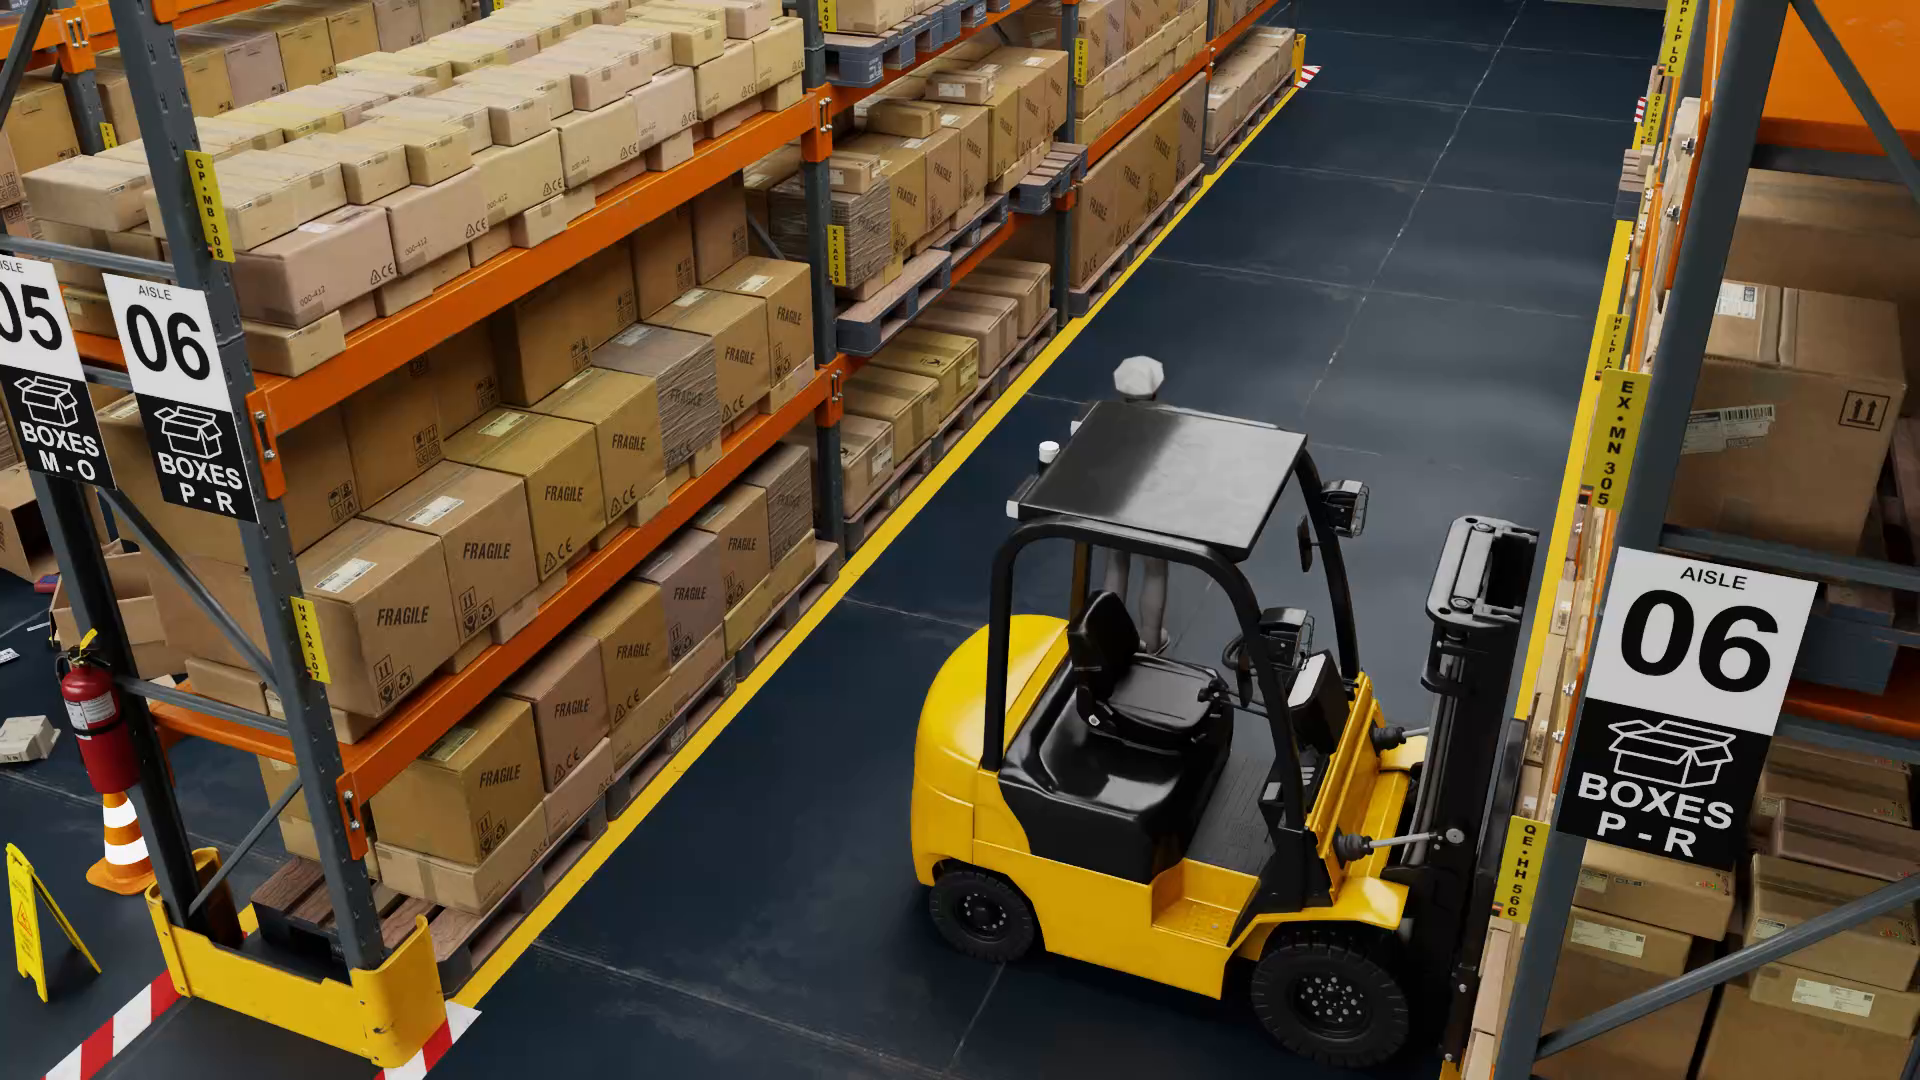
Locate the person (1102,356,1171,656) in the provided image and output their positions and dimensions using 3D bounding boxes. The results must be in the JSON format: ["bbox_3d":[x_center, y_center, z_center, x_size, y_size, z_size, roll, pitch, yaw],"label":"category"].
[{"bbox_3d":[0.945,-0.193,8.694,0.464,1.692,0.507,11,32,19],"label":"person"}]
